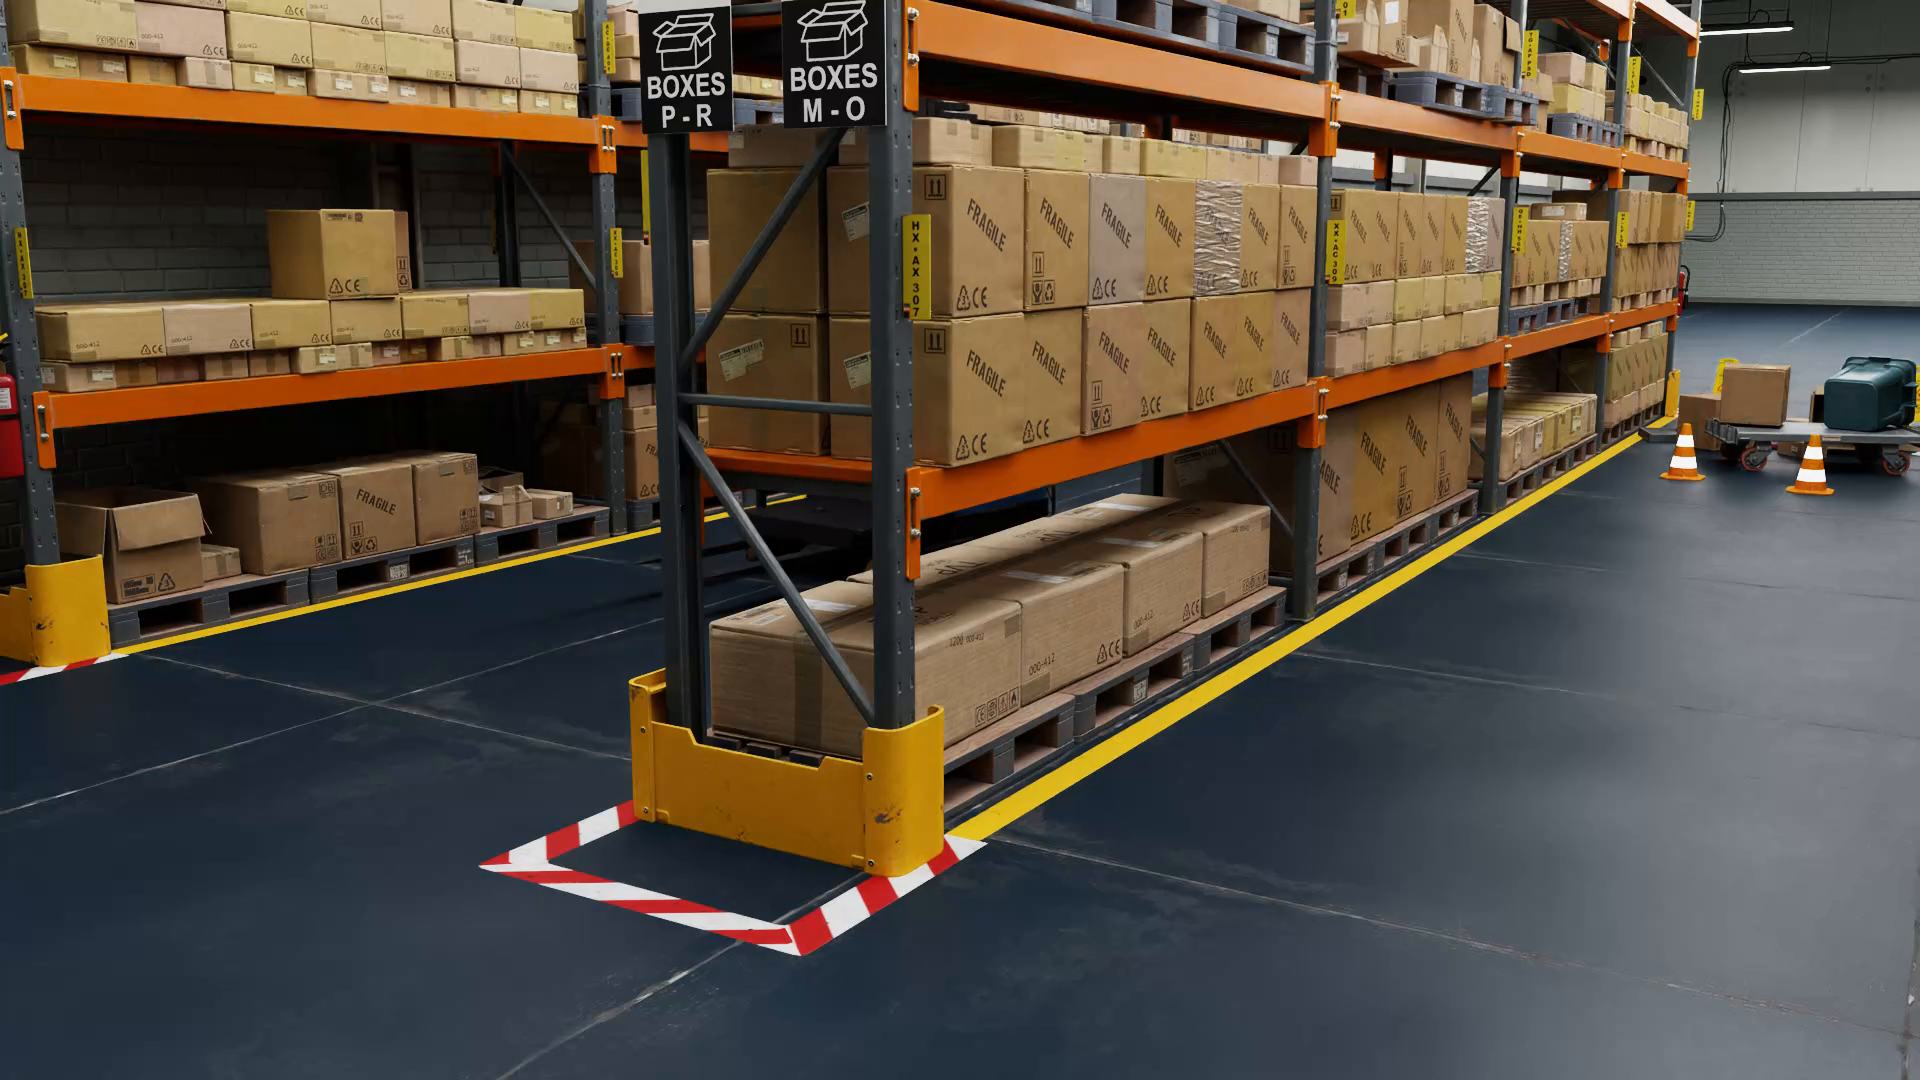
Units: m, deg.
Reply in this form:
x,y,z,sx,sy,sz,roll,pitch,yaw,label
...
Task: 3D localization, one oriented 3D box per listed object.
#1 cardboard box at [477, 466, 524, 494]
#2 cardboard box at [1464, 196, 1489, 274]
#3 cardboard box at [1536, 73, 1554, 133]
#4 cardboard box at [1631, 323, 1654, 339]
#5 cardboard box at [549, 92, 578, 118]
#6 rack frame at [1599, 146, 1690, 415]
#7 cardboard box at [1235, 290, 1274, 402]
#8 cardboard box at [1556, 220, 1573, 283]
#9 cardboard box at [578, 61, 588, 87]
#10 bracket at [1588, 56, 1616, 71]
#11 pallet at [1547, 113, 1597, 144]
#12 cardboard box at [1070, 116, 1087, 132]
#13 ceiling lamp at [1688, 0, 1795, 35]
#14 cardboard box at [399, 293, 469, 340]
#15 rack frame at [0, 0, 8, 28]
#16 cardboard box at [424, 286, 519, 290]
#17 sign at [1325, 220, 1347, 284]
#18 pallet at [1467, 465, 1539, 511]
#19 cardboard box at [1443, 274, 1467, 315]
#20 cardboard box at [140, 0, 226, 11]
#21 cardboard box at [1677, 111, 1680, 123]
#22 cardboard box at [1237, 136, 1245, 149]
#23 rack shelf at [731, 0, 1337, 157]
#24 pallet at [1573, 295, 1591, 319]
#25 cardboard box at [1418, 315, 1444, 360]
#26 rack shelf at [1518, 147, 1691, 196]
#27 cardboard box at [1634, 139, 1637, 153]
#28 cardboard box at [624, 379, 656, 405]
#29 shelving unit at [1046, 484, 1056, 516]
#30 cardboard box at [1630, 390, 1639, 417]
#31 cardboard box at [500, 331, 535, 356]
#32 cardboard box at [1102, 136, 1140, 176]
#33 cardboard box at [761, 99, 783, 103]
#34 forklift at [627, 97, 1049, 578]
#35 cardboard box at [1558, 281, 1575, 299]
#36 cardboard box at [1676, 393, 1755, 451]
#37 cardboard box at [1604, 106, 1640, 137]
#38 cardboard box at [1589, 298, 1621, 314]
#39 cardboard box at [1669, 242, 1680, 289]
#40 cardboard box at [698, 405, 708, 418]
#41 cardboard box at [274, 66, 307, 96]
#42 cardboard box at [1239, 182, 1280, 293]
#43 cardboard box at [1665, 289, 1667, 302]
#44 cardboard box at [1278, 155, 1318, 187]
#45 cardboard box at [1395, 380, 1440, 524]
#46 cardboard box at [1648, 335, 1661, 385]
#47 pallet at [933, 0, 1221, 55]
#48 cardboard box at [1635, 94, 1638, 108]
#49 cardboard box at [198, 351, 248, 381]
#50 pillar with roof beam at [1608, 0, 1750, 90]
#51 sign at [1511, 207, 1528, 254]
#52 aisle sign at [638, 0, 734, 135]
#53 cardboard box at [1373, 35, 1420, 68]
x,y,z,sx,sy,sz,roll,pitch,yaw,label
-3.320,-0.355,11.280,0.500,0.311,0.500,7,13,33,cardboard box
3.242,-2.060,11.231,0.500,0.500,0.500,7,12,32,cardboard box
4.314,-3.475,13.346,0.797,0.503,0.637,6,12,31,cardboard box
7.102,-2.212,17.563,0.380,0.149,0.250,7,13,33,cardboard box
-2.709,-2.818,10.800,0.380,0.149,0.250,6,12,30,cardboard box
7.700,-2.965,19.056,1.000,3.000,0.127,6,12,31,rack frame
1.185,-0.948,8.011,0.500,0.500,0.500,6,12,29,cardboard box
4.778,-2.402,13.827,0.500,0.500,0.500,6,12,29,cardboard box
-2.677,-3.212,11.494,0.380,0.149,0.250,6,12,31,cardboard box
16.649,-12.347,43.086,0.076,0.066,4.783,6,12,31,bracket
4.675,-3.468,14.100,1.213,0.211,1.003,6,12,31,pallet
1.067,-4.214,16.846,0.380,0.149,0.250,6,12,31,cardboard box
15.222,-11.457,32.251,2.000,3.185,0.800,6,12,31,ceiling lamp
-3.348,-1.363,10.099,0.500,0.250,0.500,6,12,30,cardboard box
-4.852,-3.871,7.593,1.000,3.000,0.127,6,12,31,rack frame
-3.263,-1.572,11.213,0.500,0.250,0.500,6,12,30,cardboard box
1.944,-1.490,8.606,0.100,0.325,0.005,6,12,31,sign
3.953,-0.459,13.248,1.003,0.211,1.213,6,12,31,pallet
3.000,-1.615,10.894,0.500,0.250,0.500,6,12,29,cardboard box
-4.126,-2.839,8.472,0.500,0.250,0.500,6,12,30,cardboard box
7.609,-4.590,18.098,0.380,0.149,0.250,7,12,32,cardboard box
3.285,-4.886,20.434,0.380,0.149,0.250,6,12,29,cardboard box
0.431,-1.884,7.085,1.077,0.370,4.000,6,12,31,rack shelf
5.102,-2.136,15.146,1.003,0.211,1.213,6,12,31,pallet
2.738,-1.287,10.497,0.500,0.250,0.500,6,12,30,cardboard box
6.661,-3.771,17.166,1.077,0.370,4.000,6,12,31,rack shelf
6.376,-3.834,16.226,0.380,0.149,0.250,7,13,32,cardboard box
-2.267,-1.071,12.018,0.380,0.149,0.250,6,12,28,cardboard box
0.434,-0.676,11.721,0.258,1.200,0.503,8,13,37,shelving unit
6.701,-1.427,17.169,0.500,0.250,0.500,6,12,30,cardboard box
-2.955,-1.268,10.671,0.380,0.149,0.250,7,13,32,cardboard box
0.500,-1.540,6.693,0.380,0.149,0.250,7,12,31,cardboard box
-1.367,-3.499,13.078,0.380,0.149,0.250,7,13,32,cardboard box
-0.705,-1.275,10.216,1.130,2.935,3.031,8,13,37,forklift
5.050,-2.153,14.257,0.380,0.149,0.250,6,12,31,cardboard box
7.342,-1.147,16.131,0.500,0.500,0.500,-4,11,-18,cardboard box
6.085,-3.926,15.636,0.500,0.250,0.500,6,12,29,cardboard box
6.060,-2.232,15.820,0.380,0.149,0.250,6,12,30,cardboard box
7.653,-3.049,18.423,0.500,0.500,0.500,6,12,30,cardboard box
-2.029,-1.016,12.533,0.380,0.149,0.250,6,12,30,cardboard box
-3.803,-2.500,9.101,0.380,0.149,0.250,6,12,30,cardboard box
1.190,-1.439,7.915,0.500,0.500,0.500,6,12,30,cardboard box
7.500,-2.674,18.182,0.380,0.149,0.250,6,12,30,cardboard box
1.582,-1.859,8.393,0.380,0.149,0.250,6,12,30,cardboard box
2.650,-0.629,11.207,0.875,0.875,0.875,7,12,31,cardboard box
7.238,-1.955,17.955,0.500,0.500,0.500,7,13,33,cardboard box
0.401,-2.190,7.005,1.003,0.211,1.213,6,12,31,pallet
6.175,-4.141,15.701,0.380,0.149,0.250,7,13,32,cardboard box
-4.064,-0.948,8.961,0.380,0.149,0.250,7,13,32,cardboard box
21.578,-10.671,43.914,9.100,9.000,0.548,6,12,31,pillar with roof beam
4.022,-2.224,11.949,0.100,0.325,0.005,6,12,31,sign
-0.910,-1.745,5.474,0.394,0.787,0.004,6,12,31,aisle sign
2.425,-2.810,9.566,0.380,0.166,0.250,5,12,27,cardboard box
